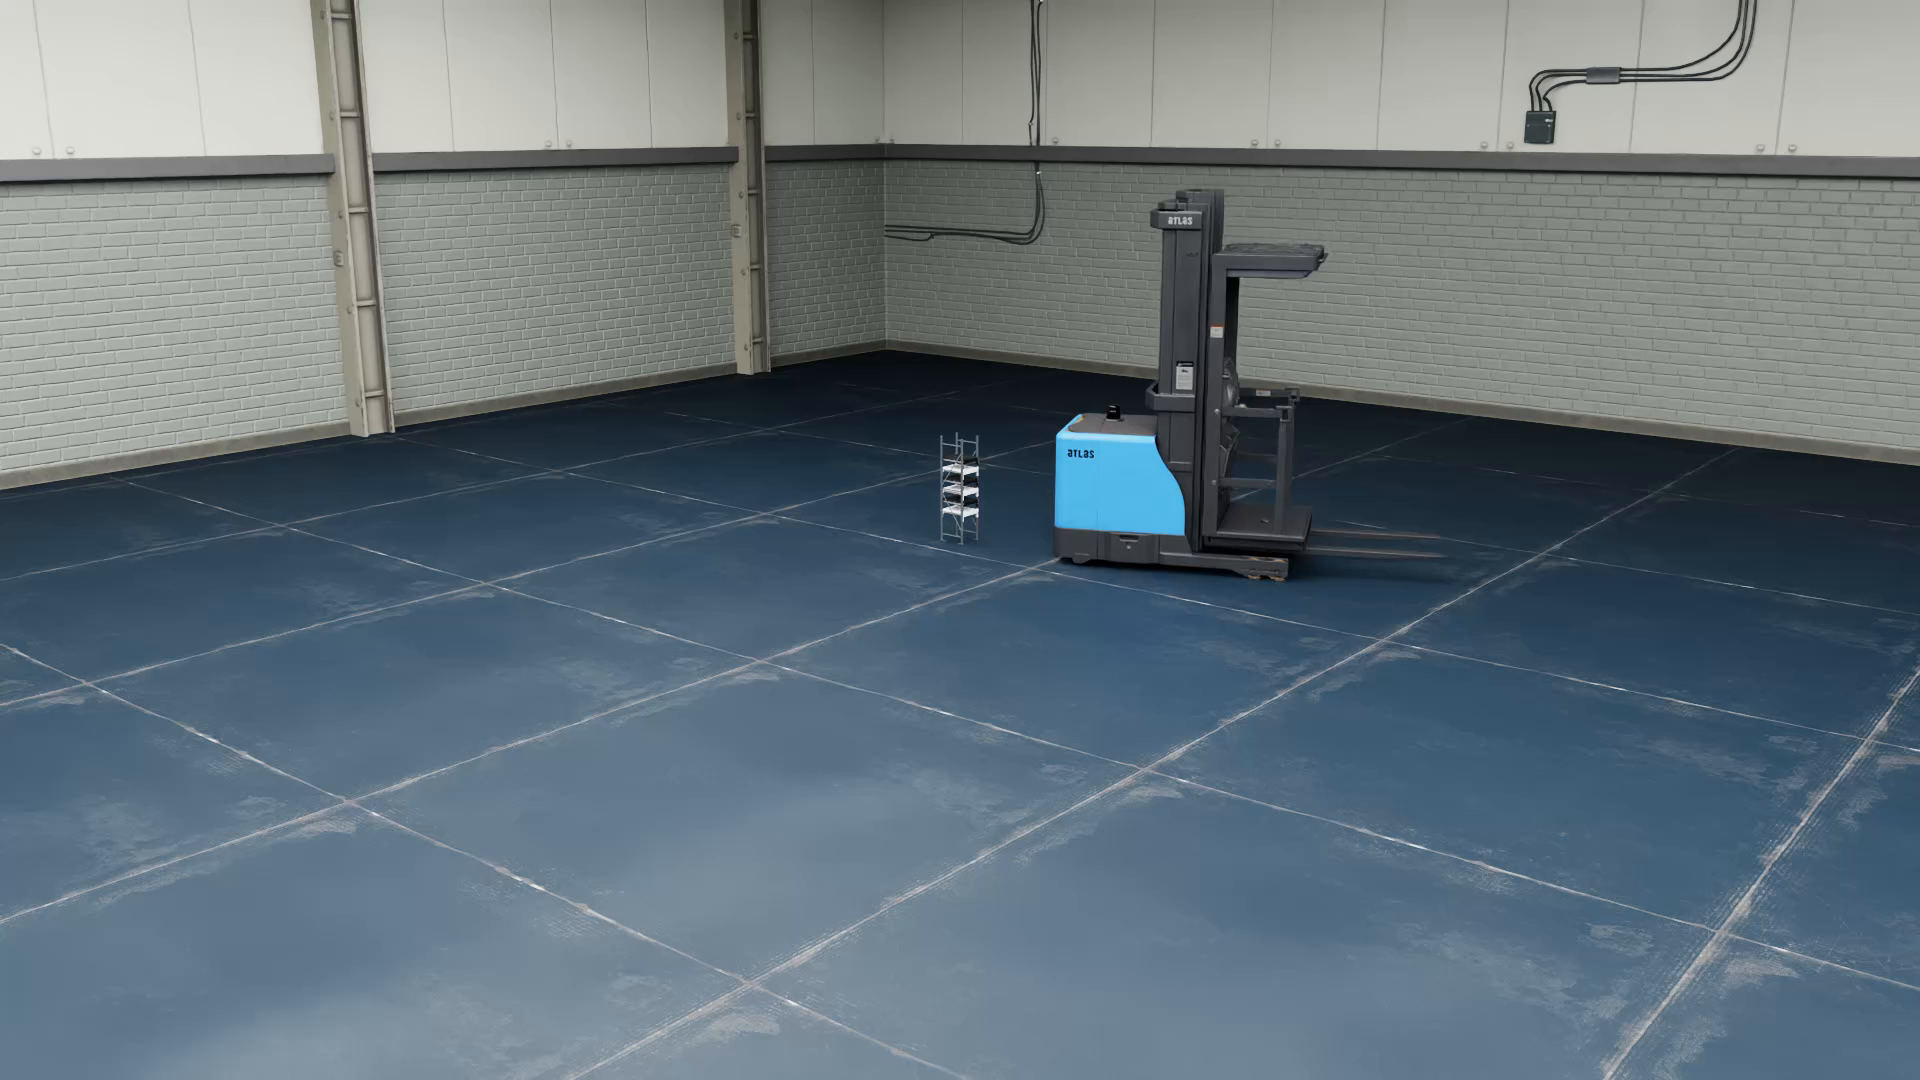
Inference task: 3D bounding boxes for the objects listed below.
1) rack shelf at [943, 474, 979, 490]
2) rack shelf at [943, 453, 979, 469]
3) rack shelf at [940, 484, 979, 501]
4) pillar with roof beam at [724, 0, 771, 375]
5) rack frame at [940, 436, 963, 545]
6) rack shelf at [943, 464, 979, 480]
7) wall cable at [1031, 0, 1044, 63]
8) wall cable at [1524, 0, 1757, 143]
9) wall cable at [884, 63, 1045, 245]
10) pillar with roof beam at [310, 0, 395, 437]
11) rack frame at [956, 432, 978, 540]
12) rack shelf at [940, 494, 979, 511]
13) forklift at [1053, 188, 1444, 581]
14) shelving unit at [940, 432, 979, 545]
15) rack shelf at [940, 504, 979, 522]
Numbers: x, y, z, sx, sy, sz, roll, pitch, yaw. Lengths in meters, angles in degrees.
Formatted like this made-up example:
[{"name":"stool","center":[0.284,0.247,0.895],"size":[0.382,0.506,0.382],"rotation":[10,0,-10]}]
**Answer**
[{"name":"rack shelf","center":[-0.005,-0.490,13.992],"size":[0.258,0.077,0.200],"rotation":[11,18,38]},{"name":"rack shelf","center":[-0.005,-0.664,13.948],"size":[0.258,0.077,0.200],"rotation":[11,18,38]},{"name":"rack shelf","center":[-0.005,-0.402,14.014],"size":[0.258,0.077,0.200],"rotation":[11,18,38]},{"name":"pillar with roof beam","center":[0.437,-6.062,19.709],"size":[9.100,9.000,0.400],"rotation":[11,18,38]},{"name":"rack frame","center":[-0.069,-0.415,13.929],"size":[0.240,0.900,0.006],"rotation":[11,18,38]},{"name":"rack shelf","center":[-0.005,-0.577,13.970],"size":[0.258,0.077,0.200],"rotation":[11,18,38]},{"name":"wall cable","center":[2.073,-7.612,21.859],"size":[3.097,2.526,0.112],"rotation":[11,18,38]},{"name":"wall cable","center":[7.343,-7.264,17.533],"size":[2.305,6.003,0.169],"rotation":[11,18,38]},{"name":"wall cable","center":[-0.031,-5.583,24.129],"size":[3.097,2.526,0.112],"rotation":[11,18,38]},{"name":"pillar with roof beam","center":[-3.334,-4.913,15.186],"size":[9.100,9.000,0.400],"rotation":[11,18,38]},{"name":"rack frame","center":[0.059,-0.454,14.083],"size":[0.240,0.900,0.006],"rotation":[11,18,38]},{"name":"rack shelf","center":[-0.005,-0.315,14.036],"size":[0.258,0.077,0.200],"rotation":[11,18,38]},{"name":"forklift","center":[2.321,-1.250,13.089],"size":[3.031,2.935,1.130],"rotation":[4,15,14]},{"name":"shelving unit","center":[-0.005,-0.435,14.006],"size":[0.258,0.900,0.210],"rotation":[11,18,38]},{"name":"rack shelf","center":[-0.005,-0.228,14.059],"size":[0.258,0.077,0.200],"rotation":[11,18,38]}]
